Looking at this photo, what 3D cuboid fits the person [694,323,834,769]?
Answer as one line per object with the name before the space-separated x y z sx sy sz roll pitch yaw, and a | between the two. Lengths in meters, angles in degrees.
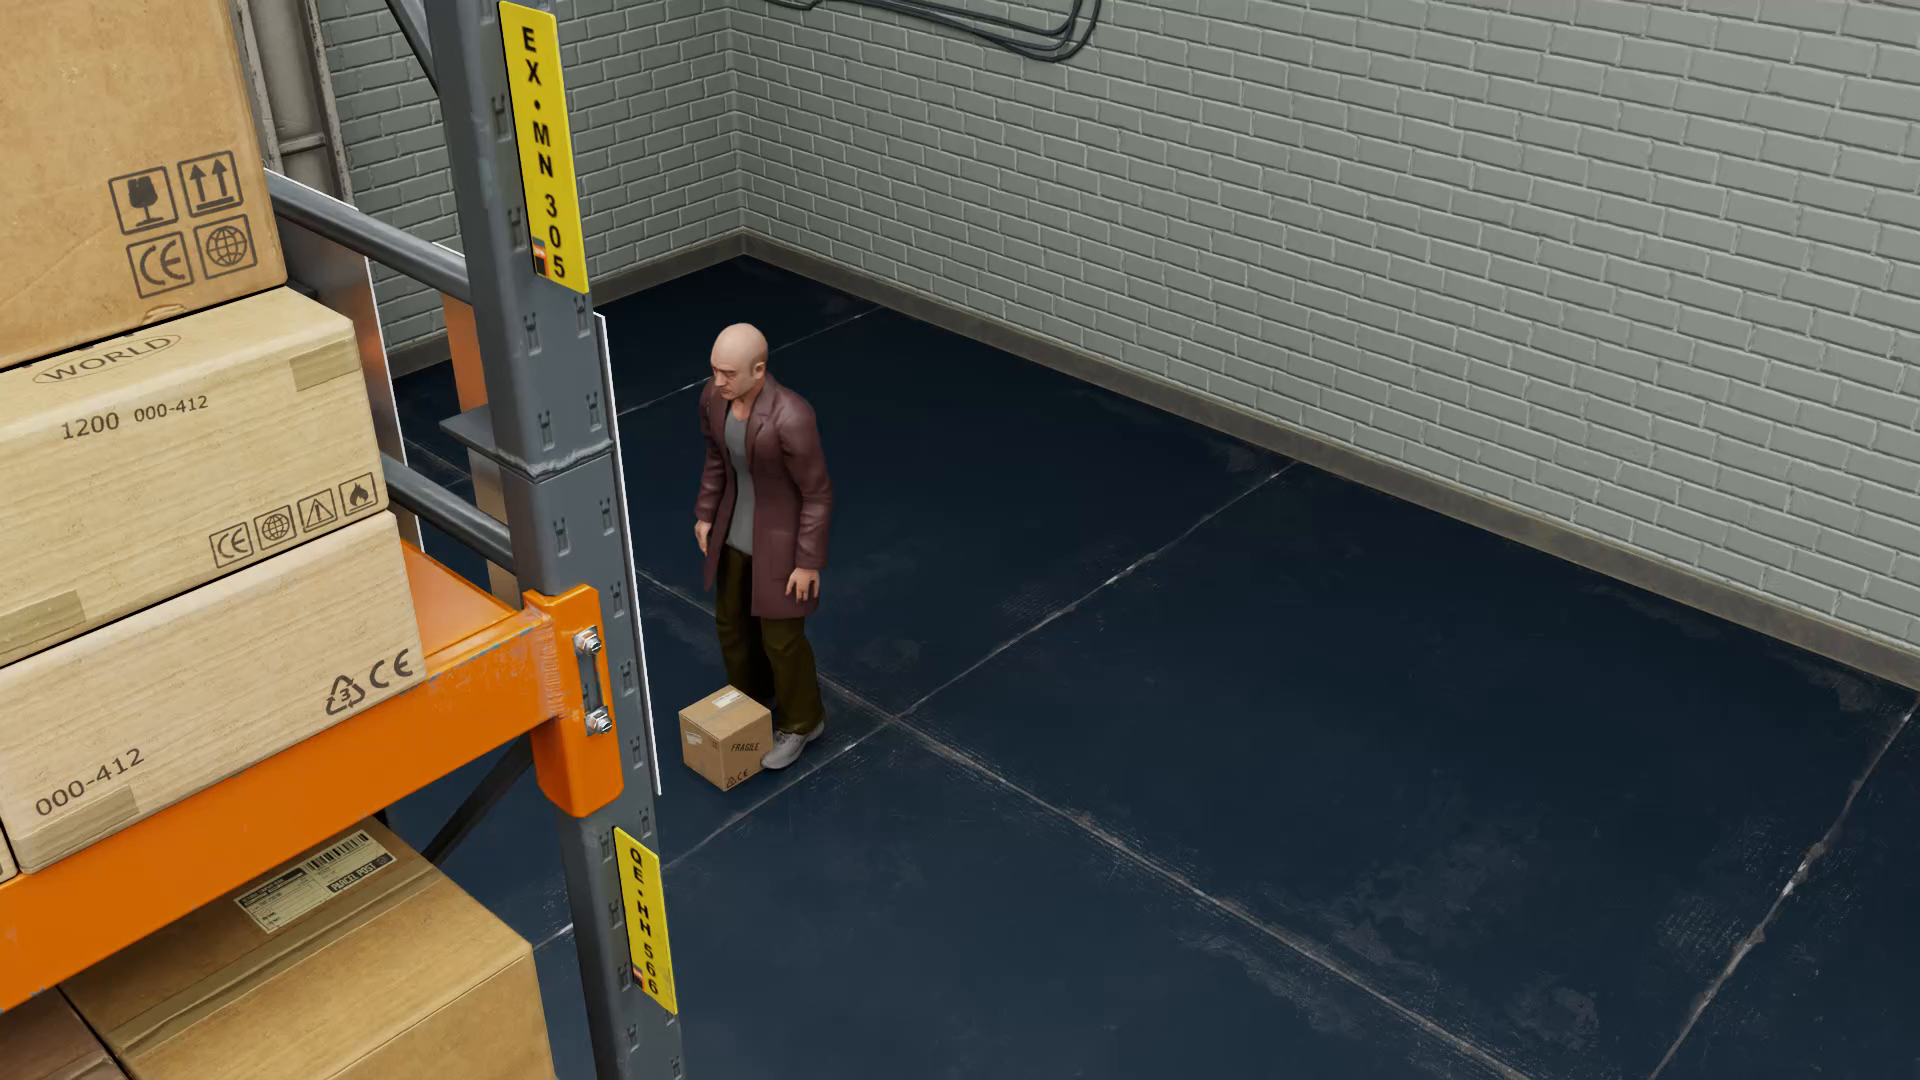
person | -0.731 0.007 6.137 0.651 1.773 0.417 24 39 34
